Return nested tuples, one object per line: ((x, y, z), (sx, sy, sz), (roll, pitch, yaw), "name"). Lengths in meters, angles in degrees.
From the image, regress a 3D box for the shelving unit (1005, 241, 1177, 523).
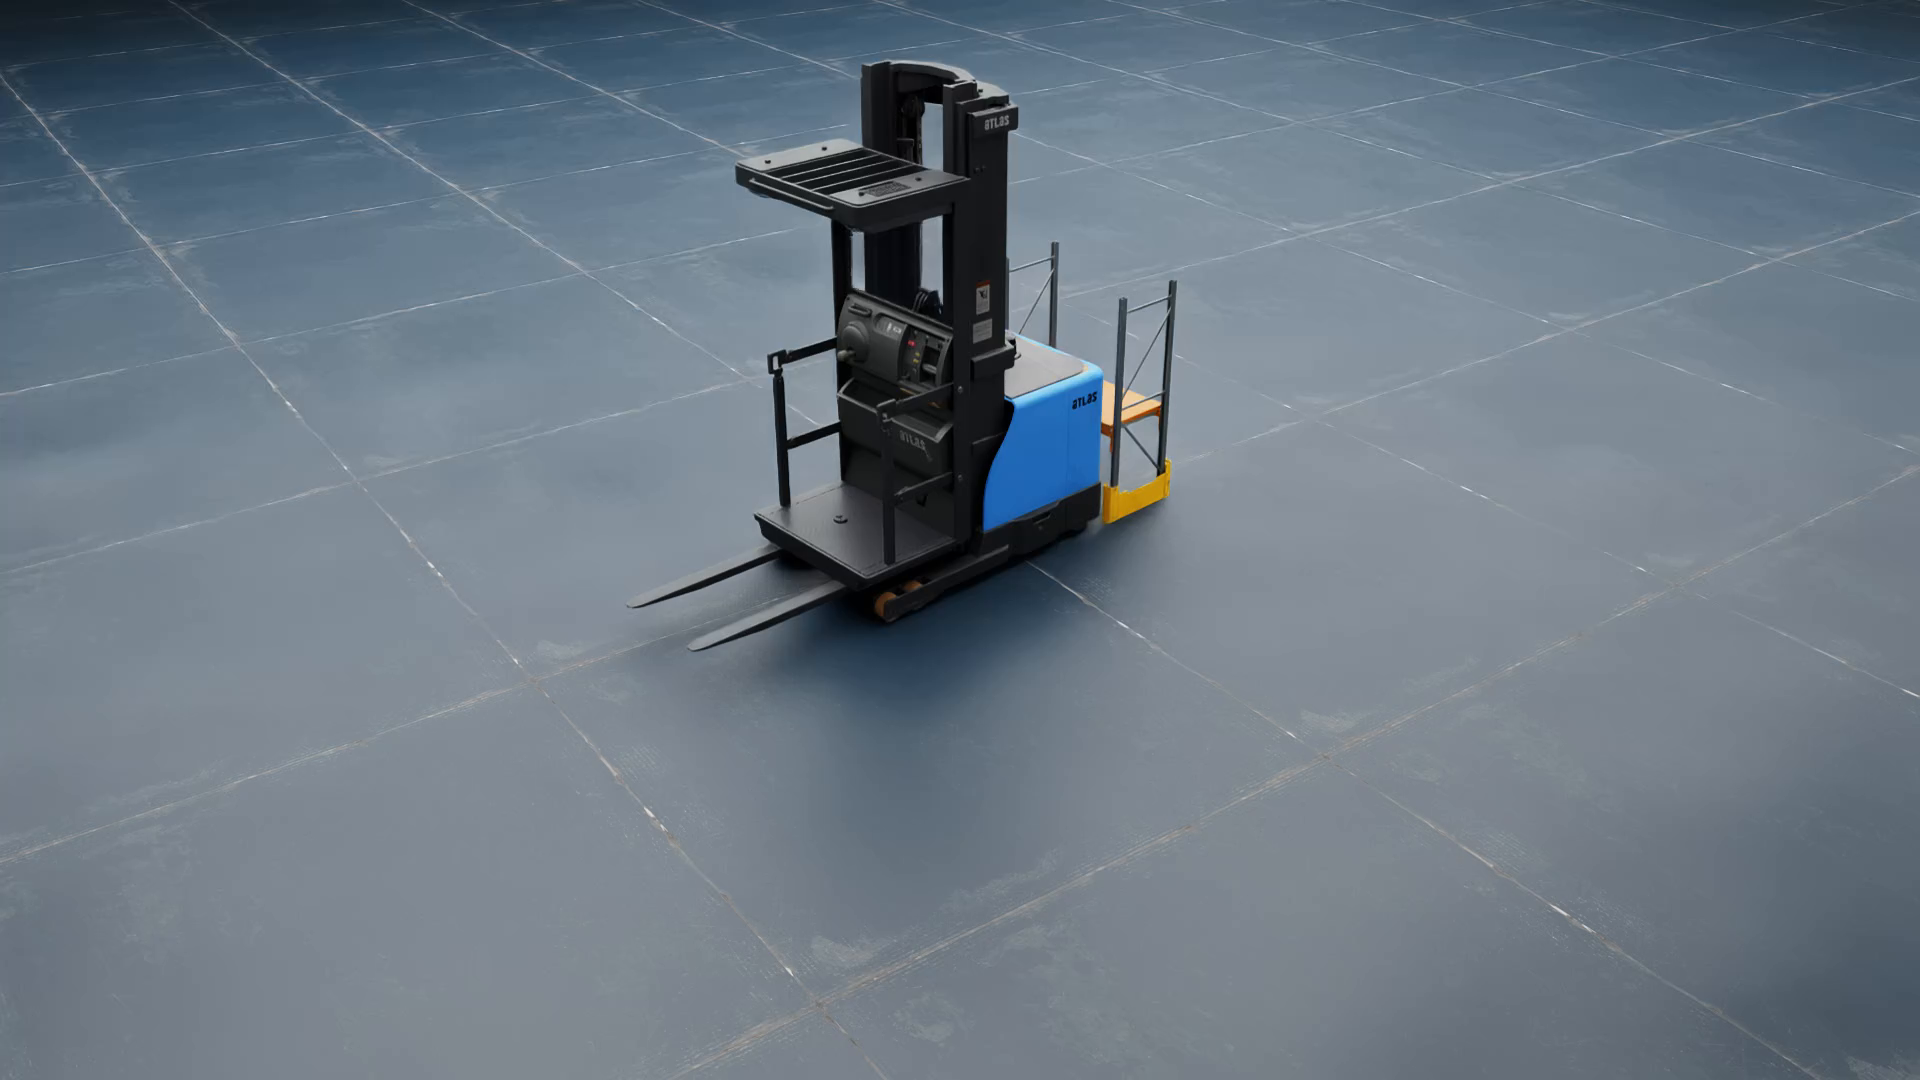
((0.812, -1.050, 10.838), (0.587, 1.500, 1.083), (-24, 37, -37), "shelving unit")

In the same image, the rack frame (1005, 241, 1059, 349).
((0.460, -1.231, 11.172), (0.500, 1.500, 0.032), (-24, 37, -37), "rack frame")

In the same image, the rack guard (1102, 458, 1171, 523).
((1.151, -0.326, 10.816), (0.587, 0.250, 0.087), (-24, 37, -37), "rack guard")

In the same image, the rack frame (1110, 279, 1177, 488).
((1.152, -0.875, 10.516), (0.500, 1.500, 0.032), (-24, 37, -37), "rack frame")

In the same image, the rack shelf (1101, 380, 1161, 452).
((0.806, -0.895, 10.930), (0.538, 0.185, 1.000), (-24, 37, -37), "rack shelf")

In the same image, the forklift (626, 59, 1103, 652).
((-0.535, -1.099, 9.428), (3.031, 2.935, 1.130), (-23, 36, -36), "forklift")
